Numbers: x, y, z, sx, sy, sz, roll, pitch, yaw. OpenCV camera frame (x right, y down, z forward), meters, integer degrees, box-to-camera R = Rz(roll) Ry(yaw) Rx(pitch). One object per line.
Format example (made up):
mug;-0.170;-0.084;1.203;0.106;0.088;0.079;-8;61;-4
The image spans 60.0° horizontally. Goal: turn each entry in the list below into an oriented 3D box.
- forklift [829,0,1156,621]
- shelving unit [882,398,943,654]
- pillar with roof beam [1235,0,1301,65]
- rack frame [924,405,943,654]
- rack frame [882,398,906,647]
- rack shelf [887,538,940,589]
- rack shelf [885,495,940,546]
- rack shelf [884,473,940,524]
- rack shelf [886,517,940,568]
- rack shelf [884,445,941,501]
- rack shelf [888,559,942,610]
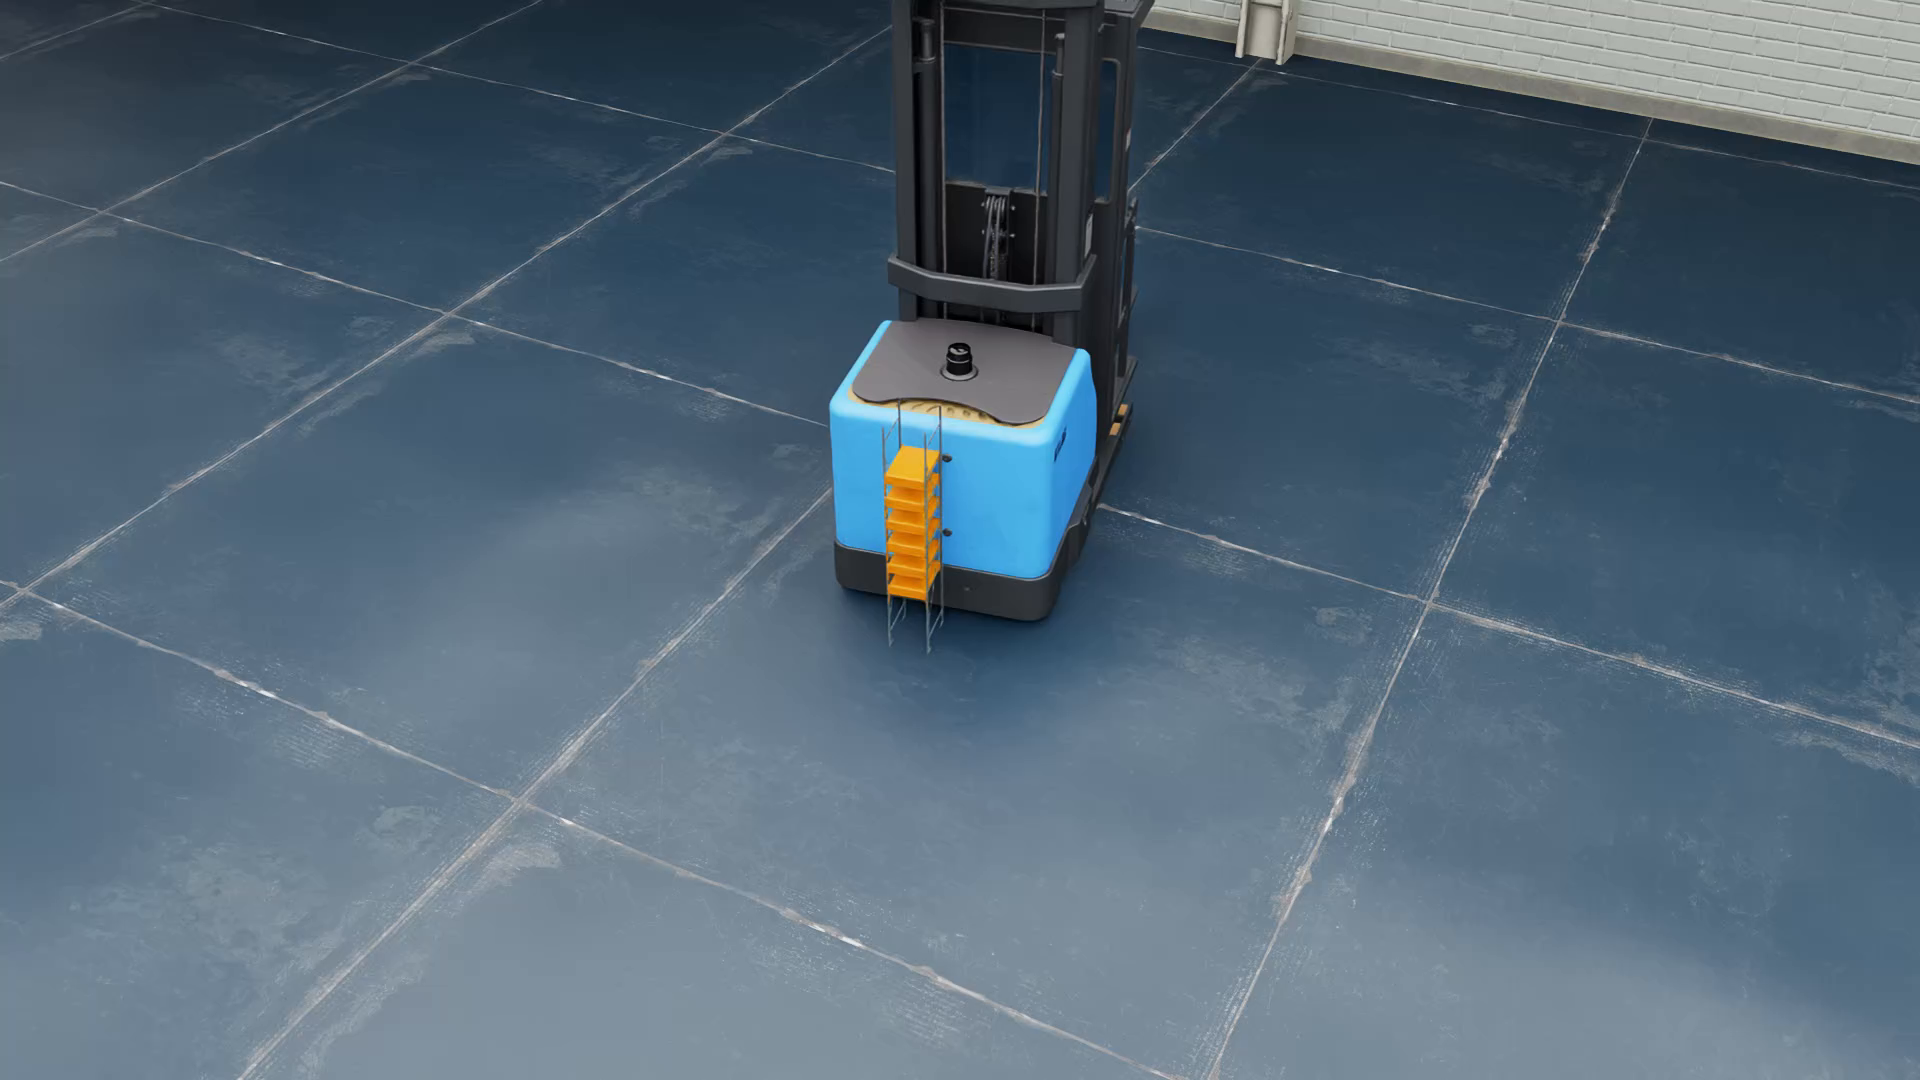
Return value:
forklift;0.309;-1.688;8.069;1.130;2.935;3.031;10;38;13
shelving unit;-0.201;-0.041;7.332;0.189;1.200;0.258;10;38;13
pillar with roof beam;0.483;-5.199;7.676;0.400;9.000;9.100;17;41;21
rack frame;-0.114;-0.026;7.311;0.006;1.200;0.240;10;38;13
rack frame;-0.289;-0.057;7.352;0.006;1.200;0.240;10;38;13
rack shelf;-0.201;0.090;7.431;0.180;0.103;0.258;10;38;13
rack shelf;-0.201;-0.101;7.286;0.180;0.103;0.258;10;38;13
rack shelf;-0.202;-0.197;7.213;0.180;0.103;0.258;10;38;13
rack shelf;-0.201;-0.006;7.358;0.180;0.103;0.258;10;38;13
rack shelf;-0.202;-0.292;7.140;0.180;0.103;0.258;10;38;13
rack shelf;-0.201;0.185;7.504;0.180;0.103;0.258;10;38;13
